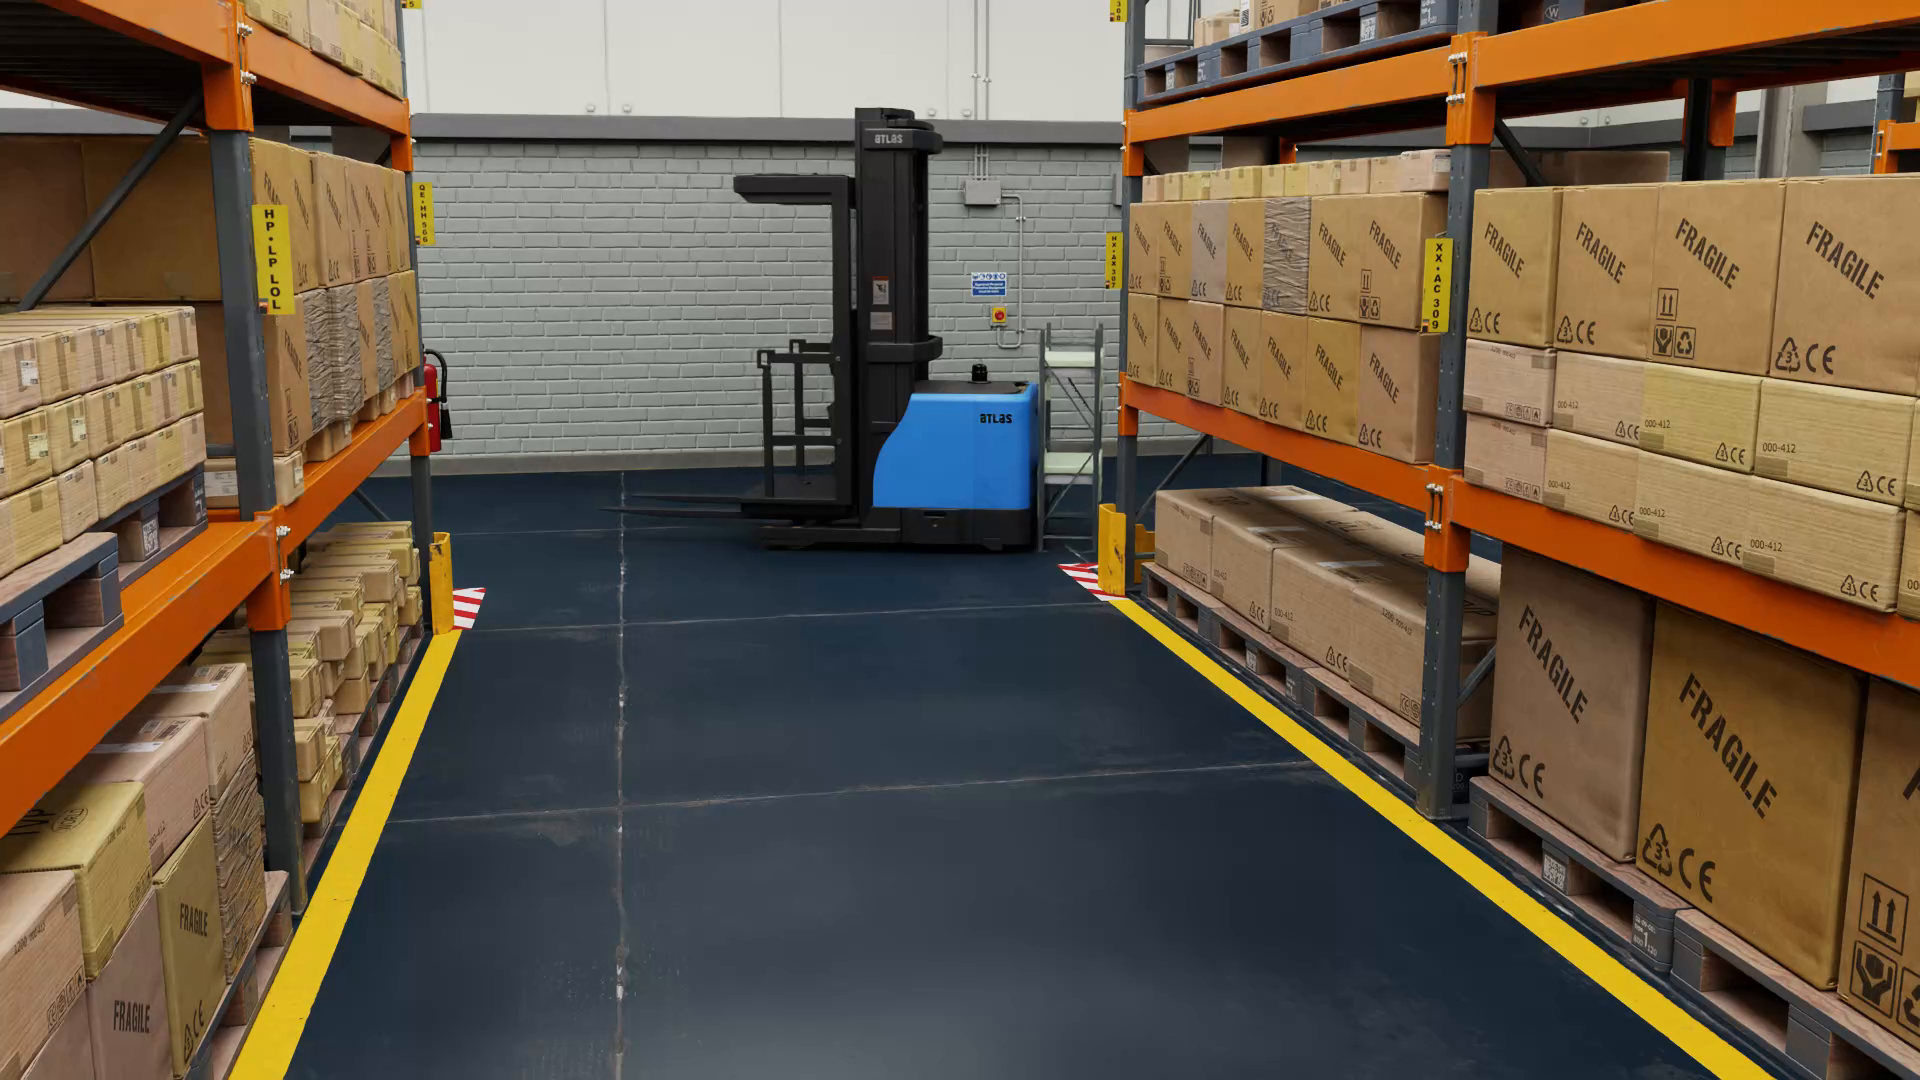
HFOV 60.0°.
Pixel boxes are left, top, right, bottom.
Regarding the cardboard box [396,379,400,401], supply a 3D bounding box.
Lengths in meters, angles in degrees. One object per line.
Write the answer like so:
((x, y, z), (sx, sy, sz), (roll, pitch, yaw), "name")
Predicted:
((-3.037, -0.768, 8.379), (0.380, 0.149, 0.250), (-2, 11, -11), "cardboard box")

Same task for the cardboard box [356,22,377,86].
((-2.852, -2.129, 7.238), (0.500, 0.250, 0.500), (-2, 11, -9), "cardboard box")

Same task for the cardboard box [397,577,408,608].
((-2.904, 0.242, 8.108), (0.380, 0.149, 0.250), (-3, 11, -13), "cardboard box")

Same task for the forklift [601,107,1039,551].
((-0.973, -1.464, 11.551), (3.031, 2.935, 1.130), (1, 11, 7), "forklift")

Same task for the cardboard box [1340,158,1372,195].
((1.801, -1.501, 6.881), (0.380, 0.149, 0.250), (-2, 11, -11), "cardboard box")

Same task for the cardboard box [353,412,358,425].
((-2.885, -0.575, 7.368), (0.380, 0.149, 0.250), (-3, 11, -13), "cardboard box")

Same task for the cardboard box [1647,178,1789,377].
((2.249, -0.717, 4.501), (0.500, 0.500, 0.500), (-2, 11, -12), "cardboard box")

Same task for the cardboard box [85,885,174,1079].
((-2.026, 1.083, 3.548), (0.500, 0.500, 0.500), (-2, 11, -12), "cardboard box")

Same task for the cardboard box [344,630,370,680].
((-2.655, 0.480, 6.858), (0.380, 0.149, 0.250), (-2, 11, -11), "cardboard box")

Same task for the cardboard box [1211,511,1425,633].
((1.859, 0.151, 8.609), (0.875, 0.438, 0.875), (-2, 11, -9), "cardboard box")

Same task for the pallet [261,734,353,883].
((-2.777, 0.994, 5.909), (1.003, 0.211, 1.213), (-2, 11, -11), "pallet")

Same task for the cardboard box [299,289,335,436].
((-2.564, -0.640, 5.972), (0.500, 0.500, 0.500), (-2, 11, -11), "cardboard box")

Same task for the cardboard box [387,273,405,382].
((-2.955, -1.015, 7.944), (0.500, 0.500, 0.500), (-2, 11, -12), "cardboard box")

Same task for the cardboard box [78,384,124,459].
((-2.185, -0.273, 3.863), (0.380, 0.149, 0.250), (-2, 11, -13), "cardboard box")

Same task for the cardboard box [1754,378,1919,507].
((2.334, -0.253, 4.065), (0.500, 0.250, 0.500), (-2, 11, -13), "cardboard box")

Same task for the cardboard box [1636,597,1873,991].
((2.607, 0.661, 4.760), (0.875, 0.875, 0.875), (-2, 11, -9), "cardboard box")

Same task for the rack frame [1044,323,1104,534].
((0.808, -0.789, 11.831), (0.400, 1.500, 0.023), (1, 11, 6), "rack frame")

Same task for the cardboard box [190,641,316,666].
((-2.568, 0.480, 6.062), (0.380, 0.149, 0.250), (-2, 11, -12), "cardboard box")

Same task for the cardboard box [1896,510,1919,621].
((2.452, 0.085, 3.626), (0.500, 0.250, 0.500), (-2, 11, -12), "cardboard box")

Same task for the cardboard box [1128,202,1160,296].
((1.260, -1.628, 9.286), (0.500, 0.500, 0.500), (-2, 11, -12), "cardboard box")

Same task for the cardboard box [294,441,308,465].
((-2.619, -0.336, 6.112), (0.380, 0.149, 0.250), (-3, 11, -14), "cardboard box")

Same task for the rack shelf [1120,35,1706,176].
((1.835, -1.939, 7.765), (1.077, 0.370, 4.000), (-2, 11, -11), "rack shelf")

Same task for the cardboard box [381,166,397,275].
((-2.958, -1.506, 7.850), (0.500, 0.500, 0.500), (-3, 11, -13), "cardboard box")

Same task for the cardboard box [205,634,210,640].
((-3.262, 0.356, 6.716), (0.380, 0.149, 0.250), (-3, 11, -13), "cardboard box")

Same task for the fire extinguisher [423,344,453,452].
((-2.986, -0.829, 9.236), (0.296, 0.674, 0.183), (-2, 11, -11), "fire extinguisher")

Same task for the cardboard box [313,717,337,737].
((-2.518, 0.769, 6.134), (0.380, 0.149, 0.250), (-2, 11, -11), "cardboard box")

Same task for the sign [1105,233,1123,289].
((0.901, -1.631, 9.717), (0.100, 0.325, 0.005), (-2, 11, -11), "sign")

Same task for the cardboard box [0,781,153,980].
((-2.015, 0.718, 3.459), (0.500, 0.250, 0.500), (-3, 11, -14), "cardboard box")

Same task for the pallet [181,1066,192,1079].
((-2.218, 1.483, 3.341), (1.003, 0.211, 1.213), (-2, 11, -11), "pallet")

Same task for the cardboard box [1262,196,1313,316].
((1.663, -1.256, 7.330), (0.500, 0.500, 0.500), (-2, 11, -10), "cardboard box")

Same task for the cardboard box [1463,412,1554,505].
((2.051, -0.288, 5.591), (0.500, 0.250, 0.500), (-2, 11, -12), "cardboard box")

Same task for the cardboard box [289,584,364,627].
((-2.754, 0.290, 7.062), (0.380, 0.149, 0.250), (-2, 11, -11), "cardboard box")

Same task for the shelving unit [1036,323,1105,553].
((0.768, -0.721, 11.473), (0.431, 1.500, 0.755), (1, 11, 6), "shelving unit")

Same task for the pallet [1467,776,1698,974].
((2.448, 1.056, 5.583), (1.003, 0.211, 1.213), (-2, 11, -11), "pallet")

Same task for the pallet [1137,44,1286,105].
((1.601, -2.480, 8.921), (1.003, 0.211, 1.213), (-2, 11, -11), "pallet")

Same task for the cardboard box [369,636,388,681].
((-2.761, 0.531, 7.387), (0.380, 0.149, 0.250), (-2, 11, -10), "cardboard box")

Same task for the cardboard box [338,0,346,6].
((-2.766, -2.277, 6.679), (0.500, 0.250, 0.500), (-3, 11, -13), "cardboard box")

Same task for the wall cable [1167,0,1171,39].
((0.802, -5.193, 14.913), (2.355, 3.000, 0.029), (-2, 11, -11), "wall cable")

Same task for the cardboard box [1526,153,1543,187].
((2.352, -1.425, 6.486), (0.380, 0.149, 0.250), (-2, 11, -10), "cardboard box")

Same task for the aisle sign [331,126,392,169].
((-3.110, -2.289, 8.747), (0.394, 0.787, 0.004), (-2, 11, -11), "aisle sign")

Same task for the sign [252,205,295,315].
((-2.068, -0.844, 5.009), (0.100, 0.325, 0.005), (-2, 11, -11), "sign")

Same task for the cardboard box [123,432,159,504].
((-2.243, -0.178, 4.157), (0.380, 0.149, 0.250), (-2, 11, -11), "cardboard box")

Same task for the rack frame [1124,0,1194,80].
((1.446, -4.133, 9.345), (1.000, 3.000, 0.127), (-2, 11, -11), "rack frame")

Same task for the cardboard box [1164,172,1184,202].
((1.303, -1.873, 8.836), (0.380, 0.149, 0.250), (-2, 11, -9), "cardboard box")

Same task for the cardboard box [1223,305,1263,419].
((1.579, -0.860, 7.924), (0.500, 0.500, 0.500), (-2, 11, -9), "cardboard box")

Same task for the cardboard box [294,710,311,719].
((-2.506, 0.673, 5.845), (0.380, 0.149, 0.250), (-2, 11, -11), "cardboard box")

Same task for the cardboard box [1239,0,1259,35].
((1.688, -2.595, 8.133), (0.500, 0.311, 0.500), (-2, 11, -10), "cardboard box")

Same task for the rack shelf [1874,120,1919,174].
((6.703, -2.121, 8.717), (1.077, 0.370, 4.000), (-2, 11, -11), "rack shelf")

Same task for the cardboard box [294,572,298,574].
((-3.407, 0.260, 8.015), (0.380, 0.149, 0.250), (-2, 11, -10), "cardboard box")

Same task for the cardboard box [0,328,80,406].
((-2.145, -0.372, 3.589), (0.380, 0.149, 0.250), (-2, 11, -13), "cardboard box")

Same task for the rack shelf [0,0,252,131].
((-2.223, -1.007, 2.868), (1.077, 0.370, 4.000), (-2, 11, -11), "rack shelf")

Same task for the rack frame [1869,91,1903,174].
((6.314, -1.367, 10.858), (1.000, 3.000, 0.127), (-2, 11, -11), "rack frame")

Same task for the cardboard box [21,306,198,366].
((-2.342, -0.563, 4.587), (0.380, 0.149, 0.250), (-2, 11, -8), "cardboard box")

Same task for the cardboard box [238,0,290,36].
((-2.443, -1.748, 5.238), (0.500, 0.250, 0.500), (-2, 11, -8), "cardboard box")

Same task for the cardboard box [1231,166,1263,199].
((1.504, -1.684, 7.845), (0.380, 0.149, 0.250), (-2, 11, -12), "cardboard box")

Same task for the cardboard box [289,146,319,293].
((-2.576, -1.126, 5.855), (0.500, 0.500, 0.500), (-2, 11, -13), "cardboard box")

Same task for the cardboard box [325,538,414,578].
((-2.871, 0.093, 8.094), (0.380, 0.149, 0.250), (-2, 11, -12), "cardboard box")

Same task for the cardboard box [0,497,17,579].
((-2.032, 0.017, 3.136), (0.380, 0.149, 0.250), (-2, 11, -13), "cardboard box")
